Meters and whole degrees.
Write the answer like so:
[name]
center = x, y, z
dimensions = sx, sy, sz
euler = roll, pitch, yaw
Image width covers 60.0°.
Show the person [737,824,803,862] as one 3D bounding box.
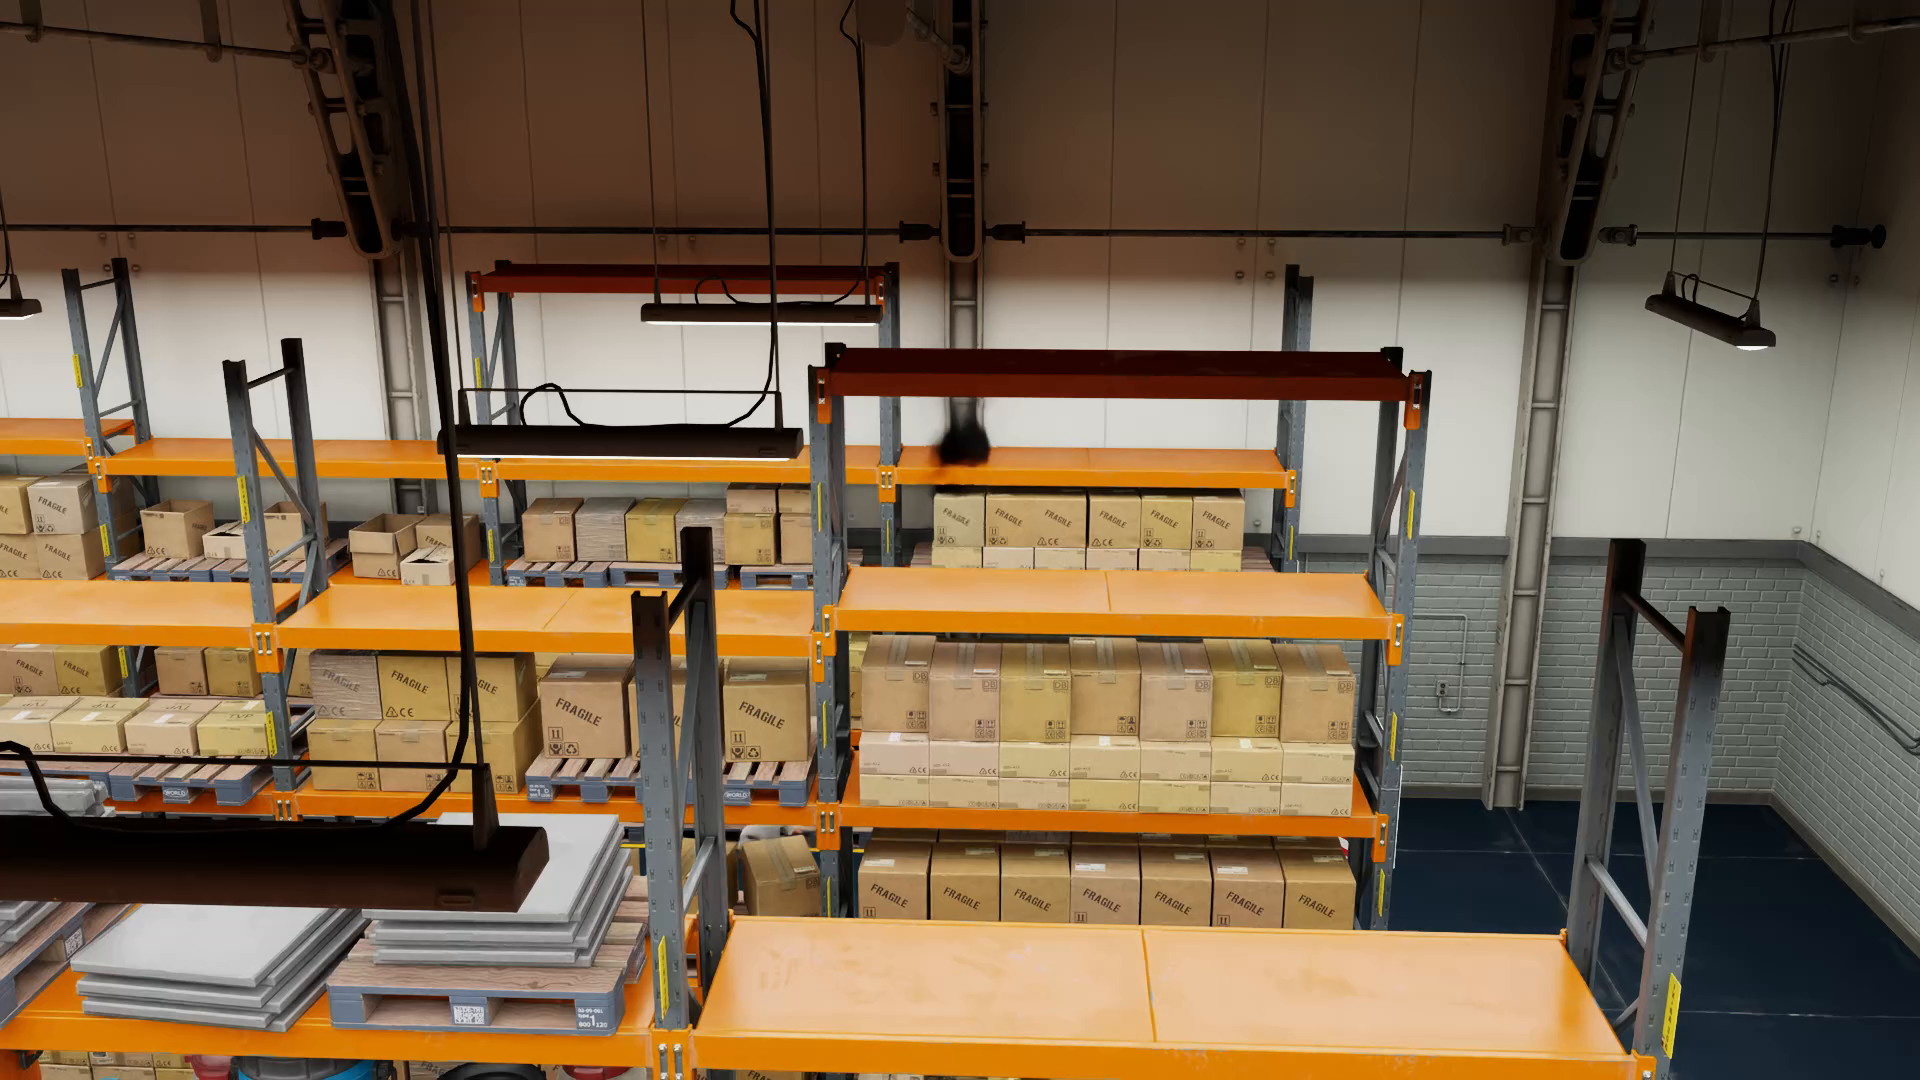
[person]
center = -1.666, 3.062, 15.284
dimensions = 0.648, 1.615, 0.676
euler = 9, 19, 29
